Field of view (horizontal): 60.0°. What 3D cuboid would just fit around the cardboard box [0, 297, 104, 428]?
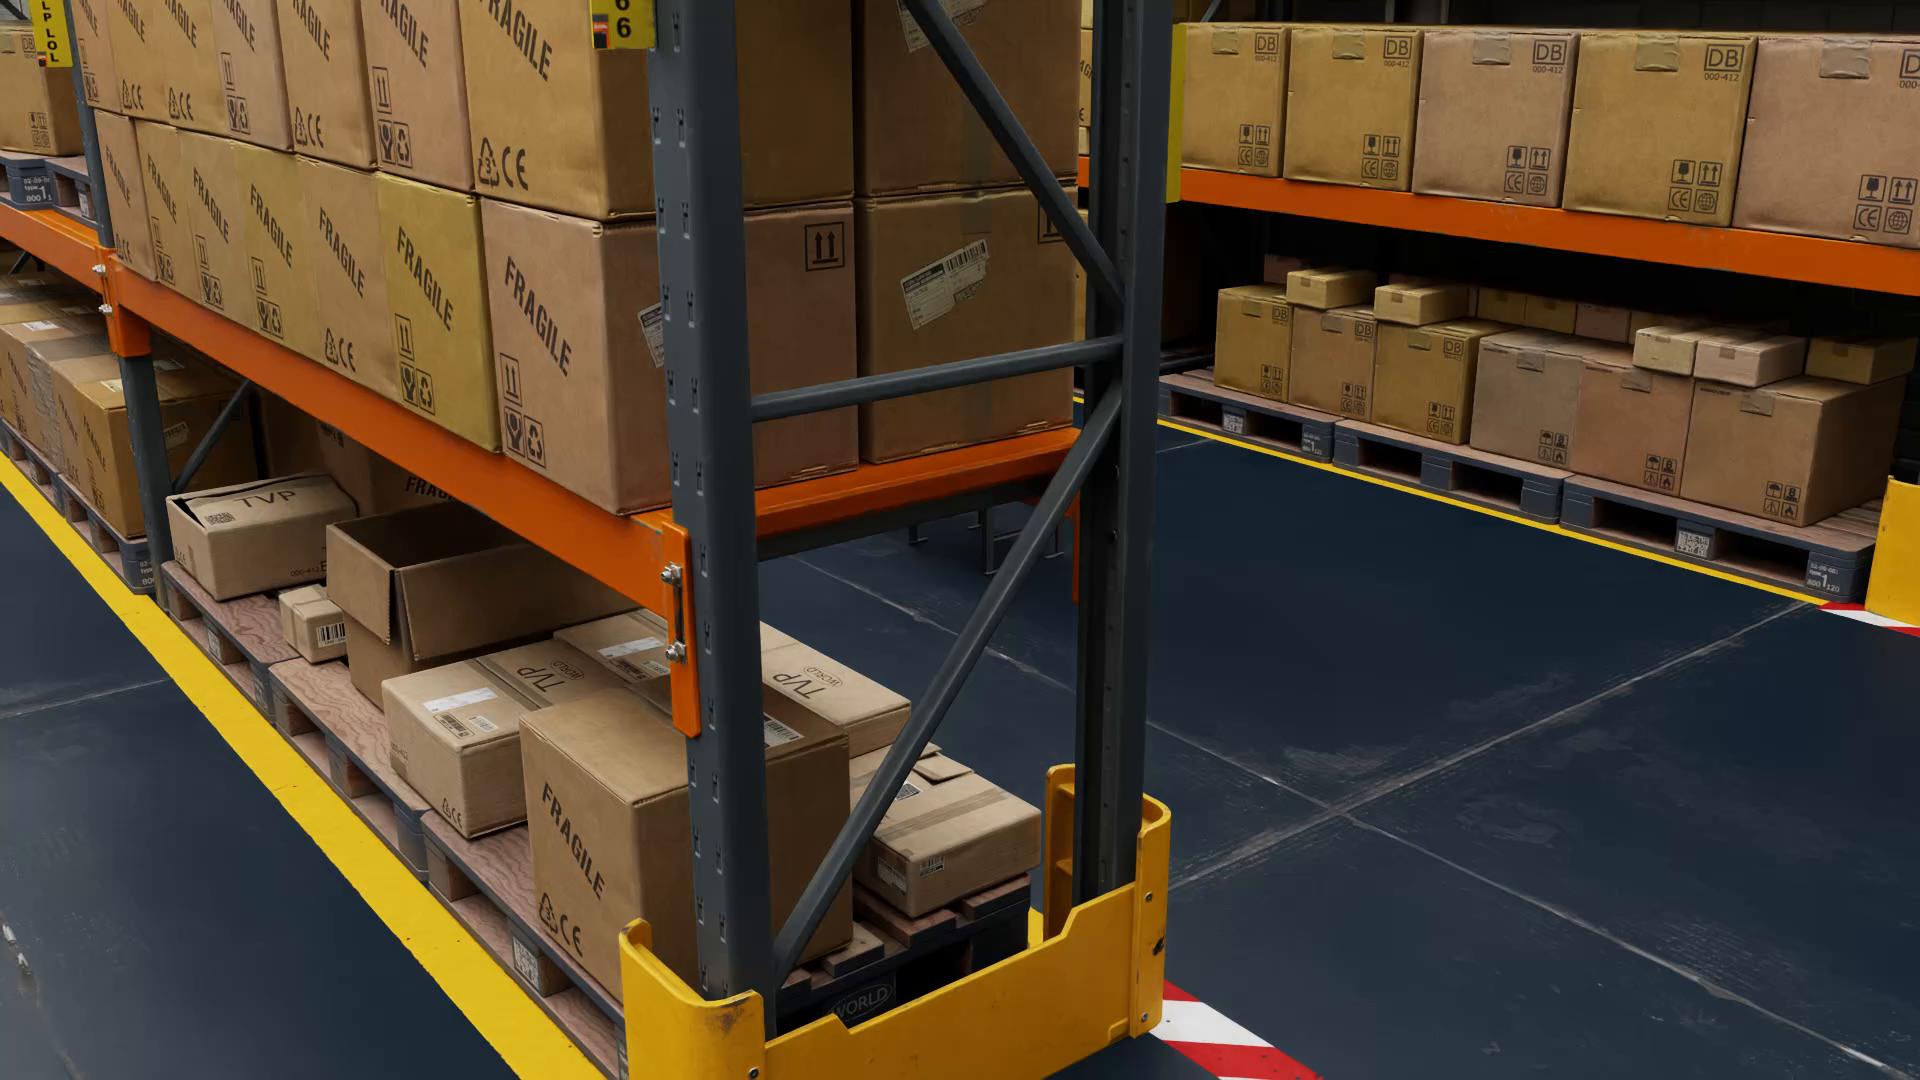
[{"bbox_3d":[-4.316,-0.851,7.938,0.500,0.500,0.500,-14,23,-37],"label":"cardboard box"}]

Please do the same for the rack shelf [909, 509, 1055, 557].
[{"bbox_3d":[0.103,-0.279,6.634,0.431,0.518,0.480,-14,23,-36],"label":"rack shelf"}]

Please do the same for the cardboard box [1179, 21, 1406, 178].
[{"bbox_3d":[1.677,-2.237,8.369,0.980,0.700,0.700,-14,23,-35],"label":"cardboard box"}]

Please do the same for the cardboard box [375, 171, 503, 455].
[{"bbox_3d":[-0.860,-0.510,3.471,0.500,0.500,0.500,-14,23,-36],"label":"cardboard box"}]

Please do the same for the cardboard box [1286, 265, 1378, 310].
[{"bbox_3d":[1.807,-1.228,8.075,0.380,0.149,0.250,-13,22,-34],"label":"cardboard box"}]

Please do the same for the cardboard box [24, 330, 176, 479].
[{"bbox_3d":[-3.670,-0.599,7.175,0.500,0.500,0.500,-14,23,-35],"label":"cardboard box"}]

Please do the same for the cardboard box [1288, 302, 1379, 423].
[{"bbox_3d":[2.047,-0.915,8.164,0.700,0.500,0.500,-14,23,-37],"label":"cardboard box"}]

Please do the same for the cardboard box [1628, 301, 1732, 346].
[{"bbox_3d":[3.088,-0.914,7.128,0.380,0.149,0.250,-14,23,-36],"label":"cardboard box"}]

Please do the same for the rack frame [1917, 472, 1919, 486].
[{"bbox_3d":[3.837,-1.246,5.853,1.000,3.000,0.127,-14,23,-36],"label":"rack frame"}]

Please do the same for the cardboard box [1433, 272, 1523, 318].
[{"bbox_3d":[2.452,-1.166,7.887,0.380,0.149,0.250,-14,23,-36],"label":"cardboard box"}]

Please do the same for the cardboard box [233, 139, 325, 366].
[{"bbox_3d":[-1.479,-0.758,4.221,0.500,0.500,0.500,-14,23,-37],"label":"cardboard box"}]

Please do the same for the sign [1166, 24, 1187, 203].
[{"bbox_3d":[0.381,-0.795,3.114,0.100,0.325,0.005,-14,23,-36],"label":"sign"}]

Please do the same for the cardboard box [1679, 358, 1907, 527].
[{"bbox_3d":[3.324,-0.411,6.642,0.700,0.500,0.500,-14,23,-36],"label":"cardboard box"}]

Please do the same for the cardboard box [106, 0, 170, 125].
[{"bbox_3d":[-2.135,-1.488,4.834,0.500,0.500,0.500,-15,23,-38],"label":"cardboard box"}]

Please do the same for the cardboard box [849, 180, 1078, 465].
[{"bbox_3d":[-0.113,-0.486,3.400,0.500,0.500,0.500,-13,23,-35],"label":"cardboard box"}]

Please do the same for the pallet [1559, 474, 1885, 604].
[{"bbox_3d":[3.279,-0.104,6.840,1.003,0.211,1.213,-14,23,-36],"label":"pallet"}]

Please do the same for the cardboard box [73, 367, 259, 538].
[{"bbox_3d":[-3.059,-0.352,6.429,0.500,0.500,0.500,-14,23,-36],"label":"cardboard box"}]

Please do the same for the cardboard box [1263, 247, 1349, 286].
[{"bbox_3d":[1.803,-1.422,8.662,0.380,0.149,0.250,-14,23,-36],"label":"cardboard box"}]

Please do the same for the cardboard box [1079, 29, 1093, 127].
[{"bbox_3d":[0.869,-2.494,8.959,0.500,0.500,0.500,-14,23,-37],"label":"cardboard box"}]

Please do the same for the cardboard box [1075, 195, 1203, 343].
[{"bbox_3d":[0.848,-1.545,9.509,0.750,0.750,0.750,-14,23,-35],"label":"cardboard box"}]

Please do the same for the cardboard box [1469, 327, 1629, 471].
[{"bbox_3d":[2.700,-0.659,7.388,0.700,0.500,0.500,-15,23,-38],"label":"cardboard box"}]

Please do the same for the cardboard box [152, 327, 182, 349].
[{"bbox_3d":[-3.281,-0.707,7.501,0.500,0.500,0.500,-14,23,-35],"label":"cardboard box"}]

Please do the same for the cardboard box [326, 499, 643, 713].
[{"bbox_3d":[-1.357,0.174,4.835,0.797,0.503,0.637,-14,23,-36],"label":"cardboard box"}]

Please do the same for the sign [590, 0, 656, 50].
[{"bbox_3d":[-0.492,-0.874,2.386,0.100,0.325,0.005,-14,23,-36],"label":"sign"}]

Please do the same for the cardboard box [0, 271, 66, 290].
[{"bbox_3d":[-4.953,-1.104,8.700,0.500,0.500,0.500,-13,22,-34],"label":"cardboard box"}]

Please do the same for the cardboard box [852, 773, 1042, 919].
[{"bbox_3d":[-0.035,0.696,3.823,0.380,0.149,0.250,-14,23,-36],"label":"cardboard box"}]

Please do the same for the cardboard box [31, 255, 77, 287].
[{"bbox_3d":[-5.106,-1.596,9.725,0.500,0.311,0.500,-13,22,-34],"label":"cardboard box"}]

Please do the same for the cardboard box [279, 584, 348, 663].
[{"bbox_3d":[-1.892,0.229,5.206,0.380,0.166,0.250,-14,23,-36],"label":"cardboard box"}]

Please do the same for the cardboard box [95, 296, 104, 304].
[{"bbox_3d":[-3.925,-0.959,8.264,0.500,0.500,0.500,-15,24,-38],"label":"cardboard box"}]

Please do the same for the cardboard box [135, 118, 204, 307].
[{"bbox_3d":[-2.104,-1.007,4.972,0.500,0.500,0.500,-13,23,-35],"label":"cardboard box"}]

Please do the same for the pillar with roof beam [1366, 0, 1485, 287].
[{"bbox_3d":[-0.909,-4.235,5.338,9.100,9.000,0.400,-14,23,-36],"label":"pillar with roof beam"}]

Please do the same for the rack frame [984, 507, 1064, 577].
[{"bbox_3d":[0.254,-0.896,6.228,0.400,2.100,0.015,-14,23,-36],"label":"rack frame"}]

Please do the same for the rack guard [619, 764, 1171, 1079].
[{"bbox_3d":[-0.091,0.890,3.380,1.175,0.500,0.348,-14,23,-36],"label":"rack guard"}]

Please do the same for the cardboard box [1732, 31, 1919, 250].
[{"bbox_3d":[3.512,-1.512,6.179,0.980,0.700,0.700,-13,22,-34],"label":"cardboard box"}]

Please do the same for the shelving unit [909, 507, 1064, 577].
[{"bbox_3d":[0.103,-0.956,6.409,0.431,2.100,0.503,-14,23,-36],"label":"shelving unit"}]

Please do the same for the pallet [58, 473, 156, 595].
[{"bbox_3d":[-3.062,-0.133,6.928,1.003,0.211,1.213,-14,23,-36],"label":"pallet"}]

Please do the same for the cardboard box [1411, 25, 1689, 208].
[{"bbox_3d":[2.586,-1.879,7.287,0.980,0.700,0.700,-15,24,-39],"label":"cardboard box"}]

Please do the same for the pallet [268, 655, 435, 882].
[{"bbox_3d":[-1.340,0.530,4.925,1.003,0.211,1.213,-14,23,-36],"label":"pallet"}]

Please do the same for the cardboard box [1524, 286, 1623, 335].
[{"bbox_3d":[2.770,-1.040,7.507,0.380,0.149,0.250,-14,23,-36],"label":"cardboard box"}]

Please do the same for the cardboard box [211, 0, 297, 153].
[{"bbox_3d":[-1.495,-1.234,4.067,0.500,0.500,0.500,-13,22,-34],"label":"cardboard box"}]

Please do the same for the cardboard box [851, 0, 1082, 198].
[{"bbox_3d":[-0.113,-0.961,3.243,0.500,0.500,0.500,-13,22,-34],"label":"cardboard box"}]

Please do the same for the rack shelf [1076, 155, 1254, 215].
[{"bbox_3d":[0.111,-2.383,10.431,1.077,0.370,4.000,-14,23,-36],"label":"rack shelf"}]

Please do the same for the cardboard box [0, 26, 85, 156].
[{"bbox_3d":[-3.673,-1.934,7.104,0.500,0.500,0.700,13,23,35],"label":"cardboard box"}]

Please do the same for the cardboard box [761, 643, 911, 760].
[{"bbox_3d":[-0.470,0.506,4.237,0.500,0.250,0.500,-14,23,-36],"label":"cardboard box"}]

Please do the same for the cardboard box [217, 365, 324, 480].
[{"bbox_3d":[-2.637,-0.453,6.734,0.500,0.500,0.500,-15,24,-39],"label":"cardboard box"}]

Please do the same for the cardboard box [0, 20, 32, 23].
[{"bbox_3d":[-4.532,-2.363,8.400,0.500,0.500,0.700,11,21,30],"label":"cardboard box"}]

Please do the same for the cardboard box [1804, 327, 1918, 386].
[{"bbox_3d":[3.558,-0.728,6.565,0.380,0.149,0.250,-14,23,-36],"label":"cardboard box"}]

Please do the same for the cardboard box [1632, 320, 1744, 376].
[{"bbox_3d":[2.942,-0.778,6.718,0.380,0.149,0.250,-13,22,-35],"label":"cardboard box"}]

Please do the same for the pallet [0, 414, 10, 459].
[{"bbox_3d":[-4.577,-0.734,8.744,1.003,0.211,1.213,-14,23,-36],"label":"pallet"}]

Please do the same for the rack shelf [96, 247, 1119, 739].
[{"bbox_3d":[-1.286,-0.429,4.532,1.077,0.370,4.000,-14,23,-36],"label":"rack shelf"}]

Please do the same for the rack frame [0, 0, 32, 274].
[{"bbox_3d":[-5.011,-2.249,8.884,1.000,3.000,0.127,-14,23,-36],"label":"rack frame"}]

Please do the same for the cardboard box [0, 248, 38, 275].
[{"bbox_3d":[-5.529,-1.491,9.406,0.500,0.311,0.500,-13,22,-35],"label":"cardboard box"}]

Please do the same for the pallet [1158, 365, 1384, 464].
[{"bbox_3d":[1.764,-0.705,8.656,1.003,0.211,1.213,-14,23,-36],"label":"pallet"}]

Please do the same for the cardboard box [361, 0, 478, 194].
[{"bbox_3d":[-0.850,-0.981,3.302,0.500,0.500,0.500,-13,22,-35],"label":"cardboard box"}]

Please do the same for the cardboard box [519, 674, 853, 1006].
[{"bbox_3d":[-0.575,0.614,3.514,0.500,0.500,0.500,-14,23,-36],"label":"cardboard box"}]

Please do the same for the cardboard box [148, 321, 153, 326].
[{"bbox_3d":[-3.570,-1.179,7.734,0.500,0.250,0.500,-15,23,-37],"label":"cardboard box"}]

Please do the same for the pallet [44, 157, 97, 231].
[{"bbox_3d":[-2.938,-1.391,6.596,1.003,0.211,1.213,-14,23,-36],"label":"pallet"}]
